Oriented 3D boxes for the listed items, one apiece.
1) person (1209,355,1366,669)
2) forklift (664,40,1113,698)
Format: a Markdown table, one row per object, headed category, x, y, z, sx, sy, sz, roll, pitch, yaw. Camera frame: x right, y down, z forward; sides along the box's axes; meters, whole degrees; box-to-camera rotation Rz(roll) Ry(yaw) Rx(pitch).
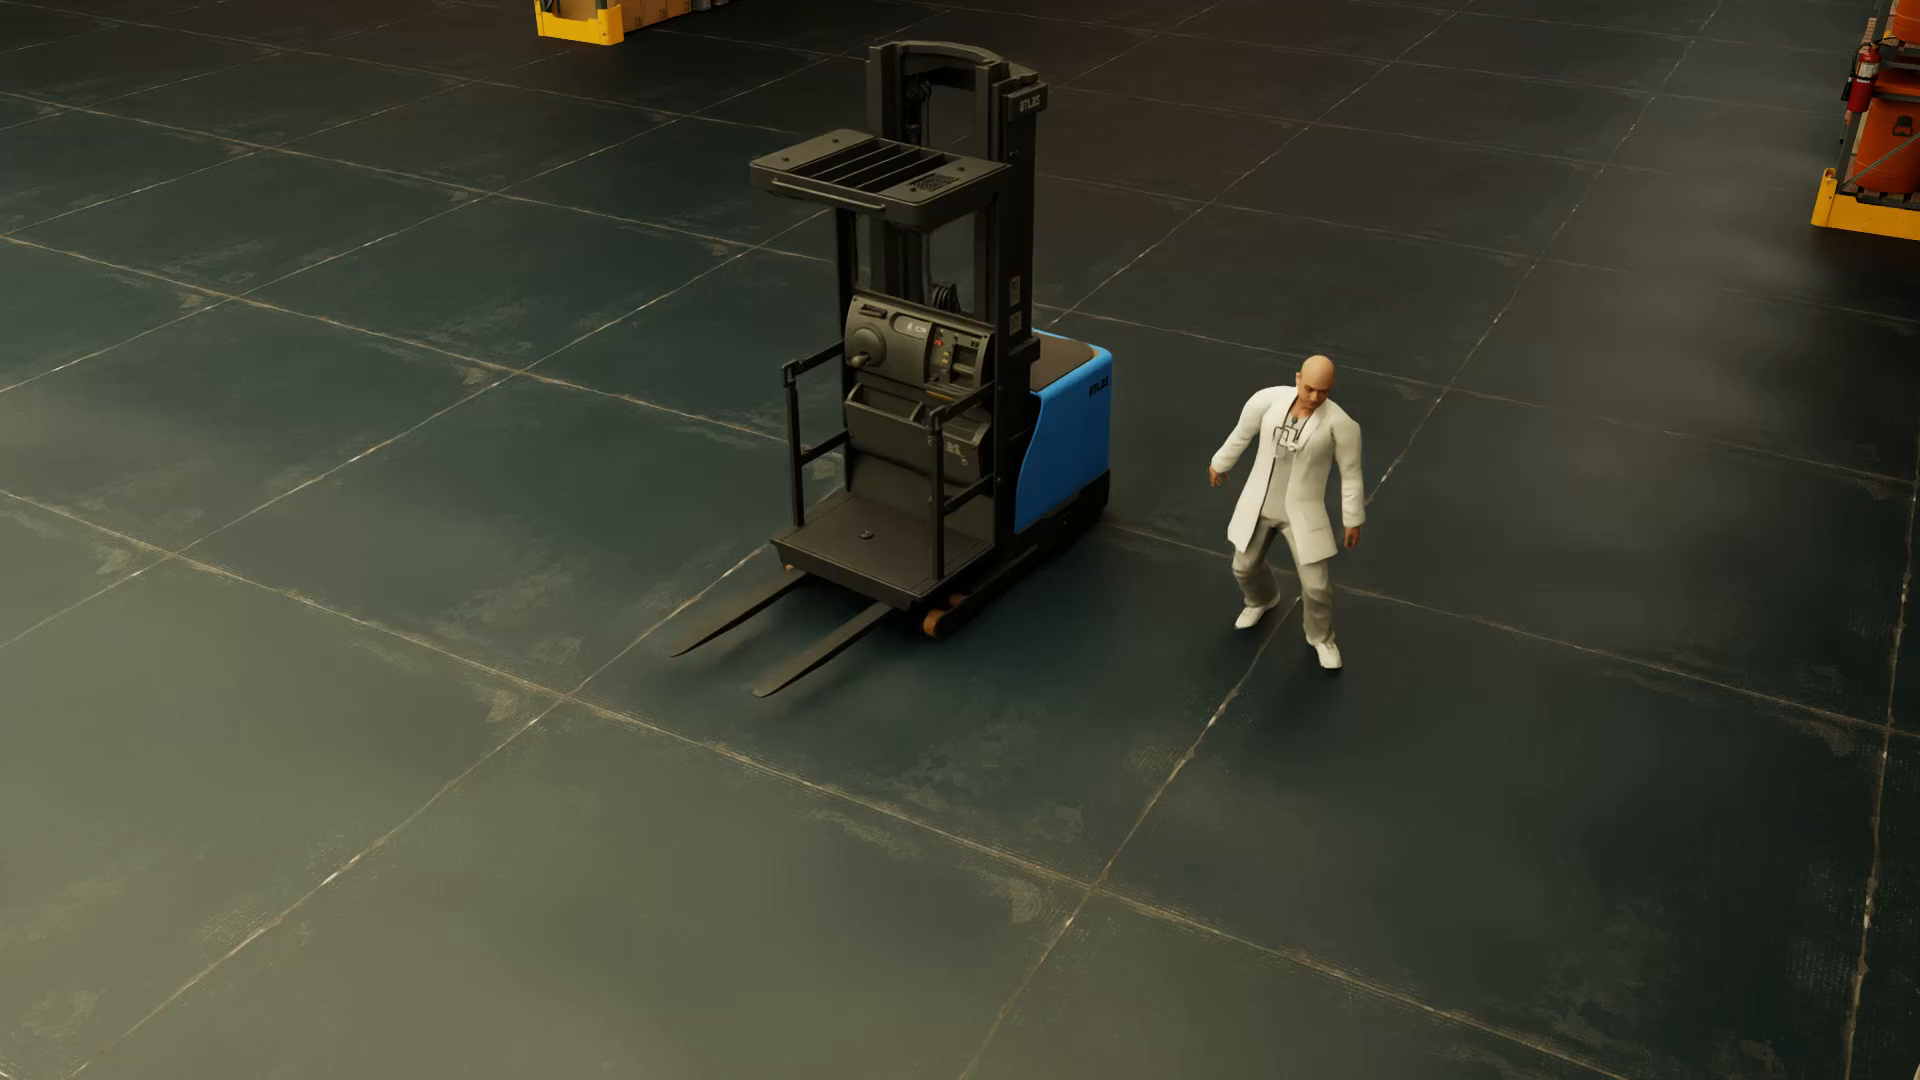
| category | x | y | z | sx | sy | sz | roll | pitch | yaw |
| --- | --- | --- | --- | --- | --- | --- | --- | --- | --- |
| person | 1.707 | -0.206 | 8.712 | 0.924 | 1.750 | 0.586 | 19 | 35 | 29 |
| forklift | -0.360 | -1.007 | 8.816 | 1.130 | 2.935 | 3.031 | 20 | 36 | 31 |
